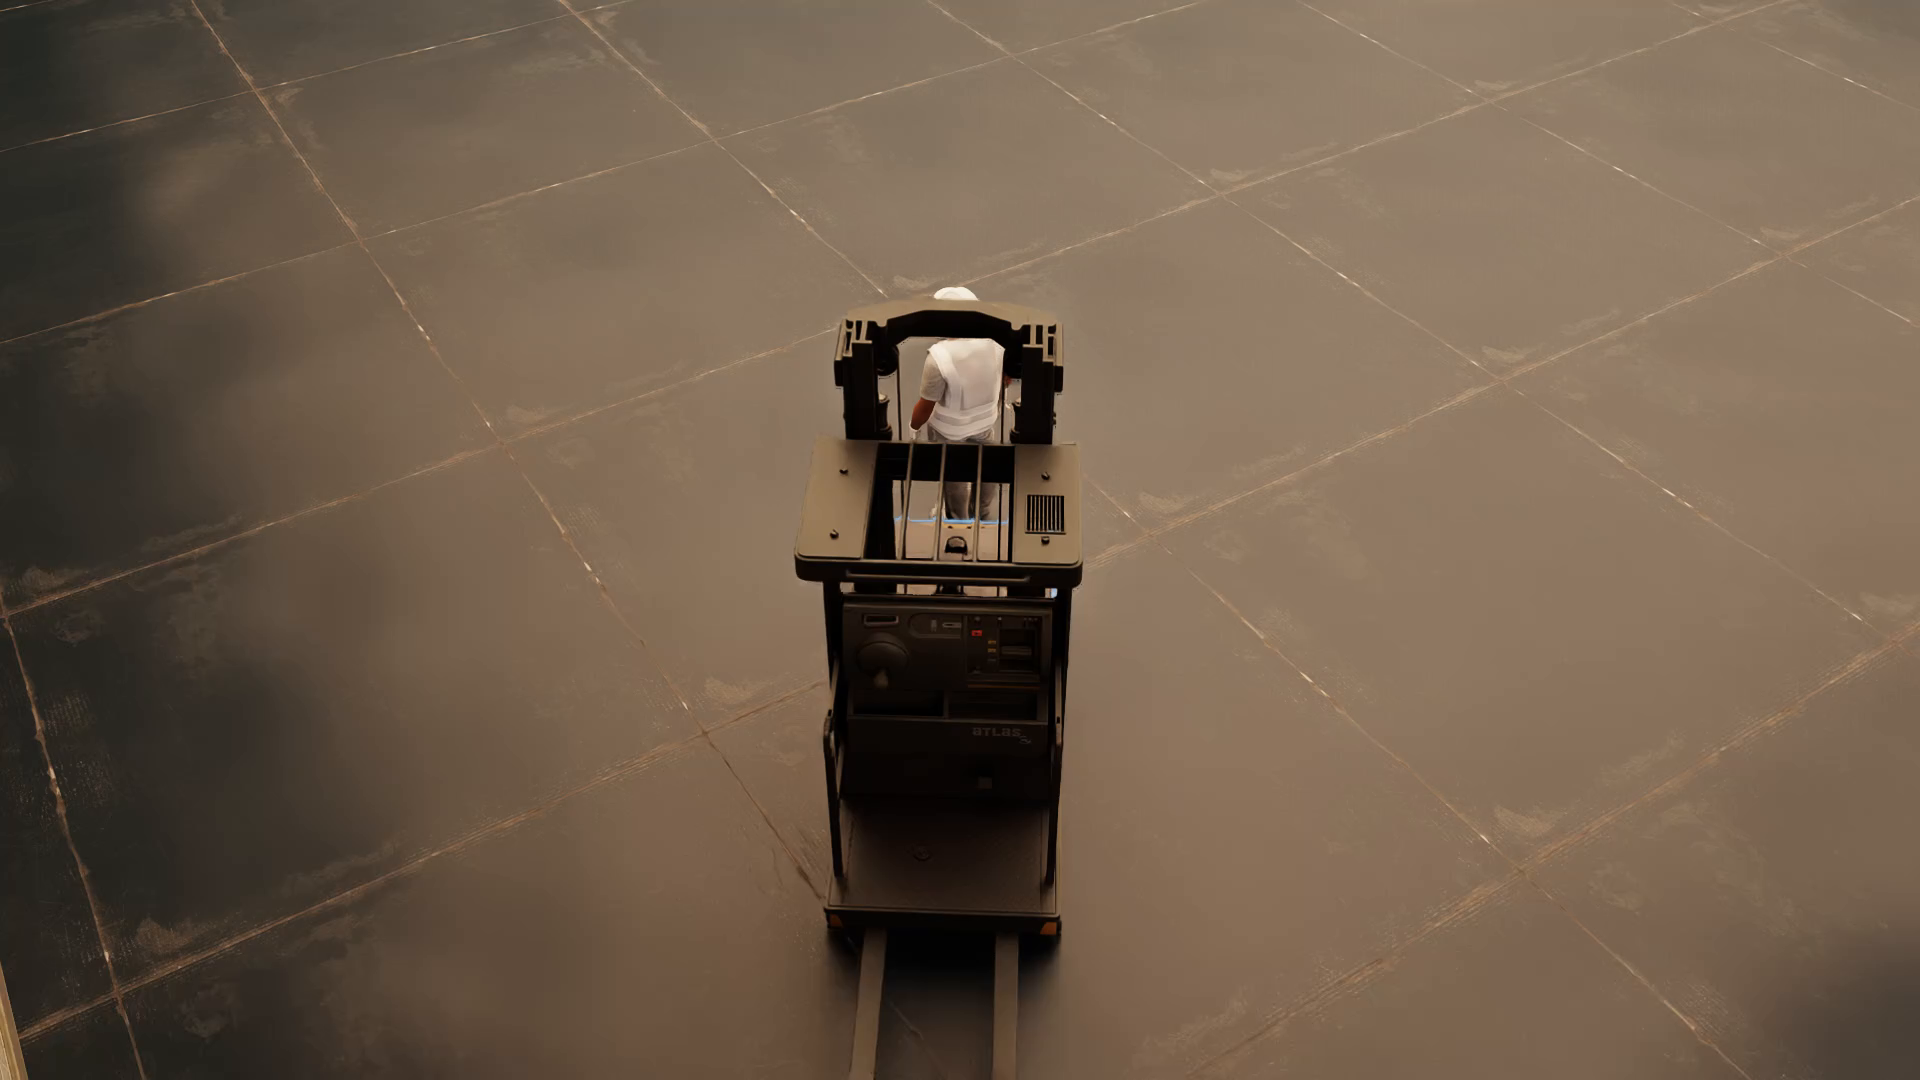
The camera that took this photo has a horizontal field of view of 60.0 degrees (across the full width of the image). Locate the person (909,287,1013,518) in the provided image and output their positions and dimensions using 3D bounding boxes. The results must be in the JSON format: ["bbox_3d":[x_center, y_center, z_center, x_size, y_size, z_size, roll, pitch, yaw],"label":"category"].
[{"bbox_3d":[-0.031,-0.750,9.529,0.656,1.781,0.577,-23,46,-24],"label":"person"}]

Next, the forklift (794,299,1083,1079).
[{"bbox_3d":[-0.064,0.559,7.231,1.130,2.935,3.031,2,41,2],"label":"forklift"}]
